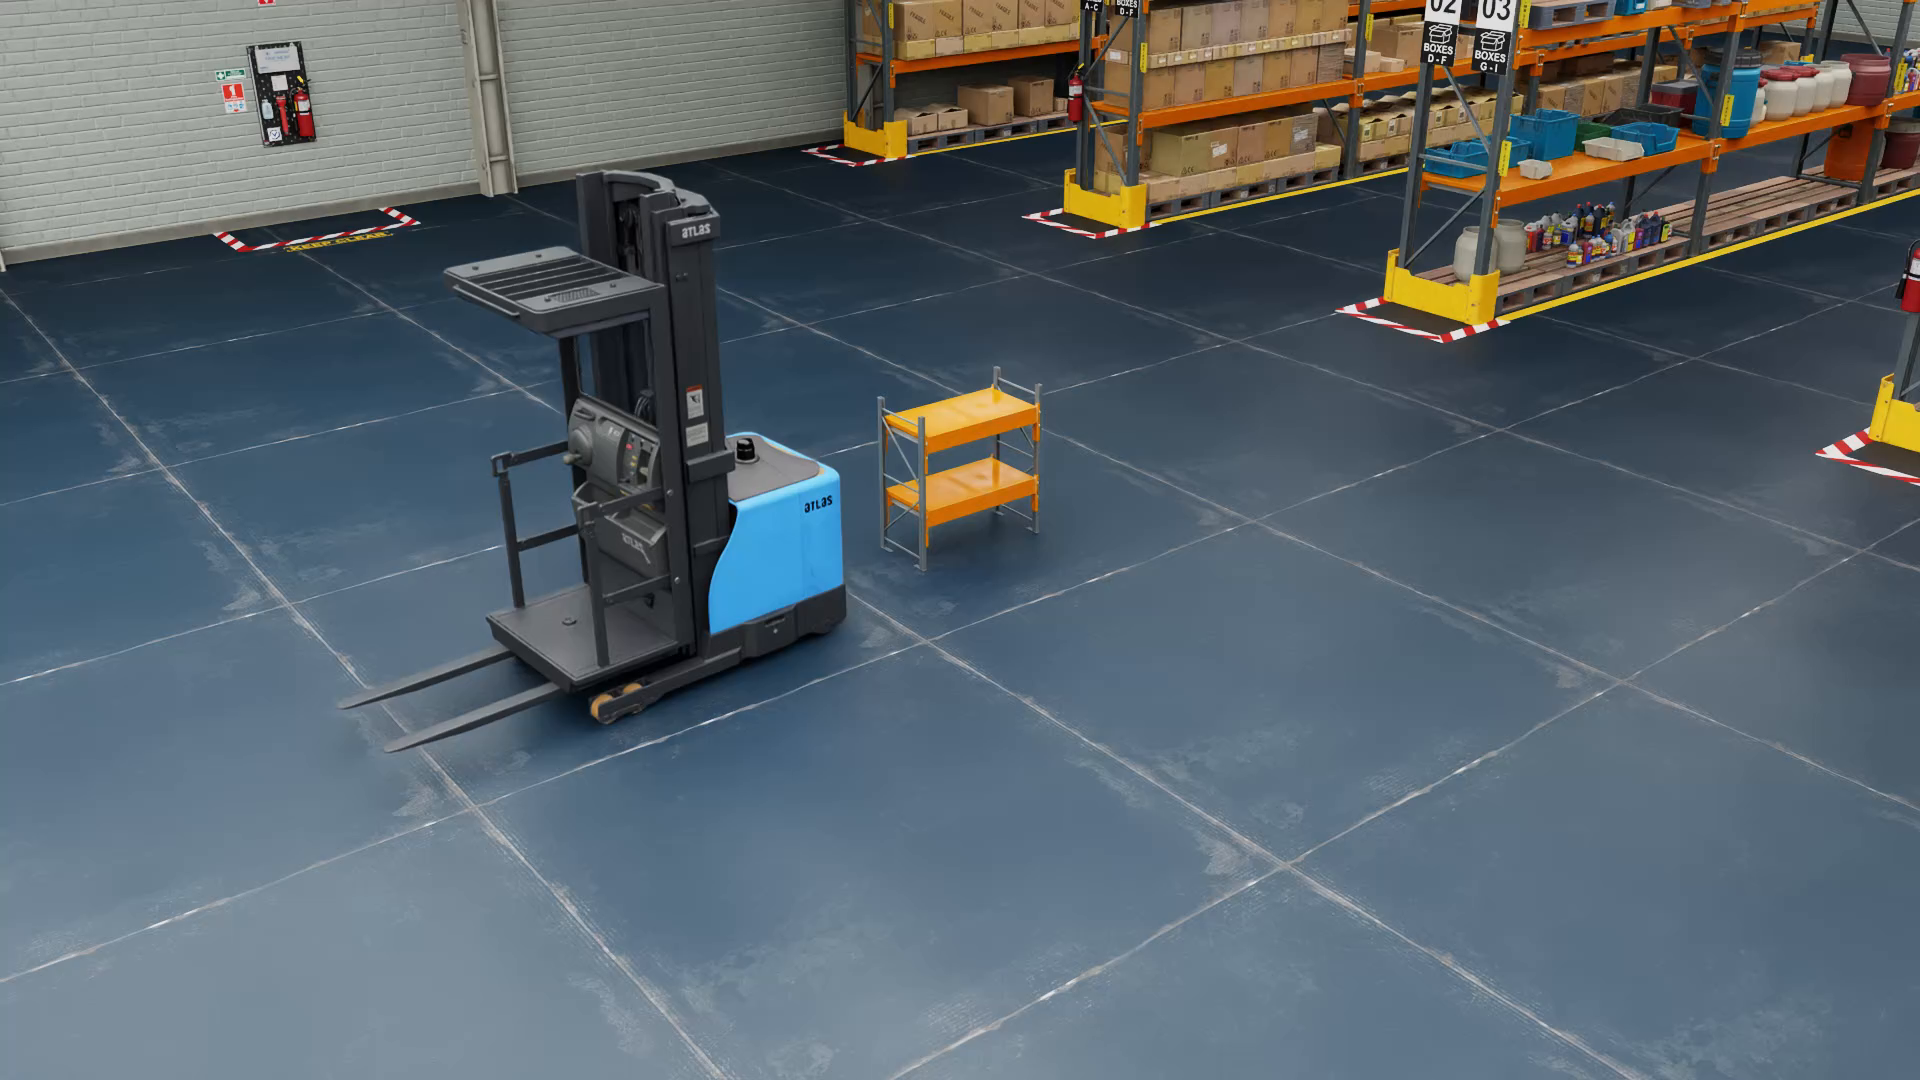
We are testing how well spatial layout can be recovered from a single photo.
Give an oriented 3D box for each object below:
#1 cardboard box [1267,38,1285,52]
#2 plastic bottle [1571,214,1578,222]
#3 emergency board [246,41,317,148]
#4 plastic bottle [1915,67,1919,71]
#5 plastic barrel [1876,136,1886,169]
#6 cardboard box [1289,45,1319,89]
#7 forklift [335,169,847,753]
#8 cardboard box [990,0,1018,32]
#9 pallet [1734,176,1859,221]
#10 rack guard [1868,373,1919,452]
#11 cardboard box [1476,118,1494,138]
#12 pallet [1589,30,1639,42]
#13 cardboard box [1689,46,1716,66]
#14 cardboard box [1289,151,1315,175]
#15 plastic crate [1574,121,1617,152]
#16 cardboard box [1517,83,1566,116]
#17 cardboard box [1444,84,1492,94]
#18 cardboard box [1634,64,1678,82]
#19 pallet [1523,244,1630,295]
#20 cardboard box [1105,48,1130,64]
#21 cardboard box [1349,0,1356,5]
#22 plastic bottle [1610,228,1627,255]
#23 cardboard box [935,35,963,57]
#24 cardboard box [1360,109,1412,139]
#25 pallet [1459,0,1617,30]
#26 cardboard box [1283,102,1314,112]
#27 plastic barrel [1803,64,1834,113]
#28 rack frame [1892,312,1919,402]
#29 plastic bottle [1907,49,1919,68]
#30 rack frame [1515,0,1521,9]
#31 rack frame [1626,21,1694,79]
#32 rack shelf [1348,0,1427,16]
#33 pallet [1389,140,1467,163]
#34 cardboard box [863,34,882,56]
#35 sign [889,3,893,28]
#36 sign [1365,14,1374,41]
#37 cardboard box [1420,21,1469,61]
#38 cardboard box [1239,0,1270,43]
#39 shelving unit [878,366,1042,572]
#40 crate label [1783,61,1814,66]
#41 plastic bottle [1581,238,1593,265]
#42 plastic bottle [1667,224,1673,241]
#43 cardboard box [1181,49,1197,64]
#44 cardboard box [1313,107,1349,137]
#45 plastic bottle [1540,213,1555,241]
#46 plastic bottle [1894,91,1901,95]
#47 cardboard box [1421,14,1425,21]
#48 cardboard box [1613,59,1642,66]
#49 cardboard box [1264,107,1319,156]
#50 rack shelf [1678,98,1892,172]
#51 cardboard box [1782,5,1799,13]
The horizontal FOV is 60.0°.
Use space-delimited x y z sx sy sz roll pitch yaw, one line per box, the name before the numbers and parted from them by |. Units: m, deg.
cardboard box | 3.845 -6.227 20.842 0.250 0.149 0.380 -17 30 -33
plastic bottle | 6.848 -3.507 18.588 0.097 0.271 0.097 0 25 0
emergency board | -7.953 -5.240 19.604 0.643 1.169 0.194 -18 31 -34
plastic bottle | 12.103 -5.864 21.102 0.097 0.271 0.097 0 25 0
plastic barrel | 11.892 -5.127 21.817 0.421 0.512 0.421 0 25 0
cardboard box | 4.171 -6.147 21.441 0.500 0.500 0.700 -19 31 -35
forklift | -2.162 -0.518 9.511 3.031 2.935 1.130 -21 32 -37
cardboard box | 0.485 -7.660 24.083 0.500 0.500 0.500 -17 30 -32
pallet | 10.495 -4.302 20.897 1.213 0.211 1.003 -18 31 -34
rack guard | 7.949 -0.923 13.271 0.348 0.500 1.175 -18 31 -34
cardboard box | 7.408 -5.988 23.984 0.500 0.250 0.500 -19 31 -35
pallet | 9.602 -7.817 25.385 1.213 0.211 1.003 -18 31 -34
cardboard box | 12.698 -7.993 27.980 0.637 0.503 0.797 -18 31 -34
cardboard box | 4.298 -4.982 21.816 0.500 0.250 0.500 -18 31 -34
plastic crate | 6.738 -4.361 17.963 0.662 0.188 0.450 -18 31 -34
cardboard box | 8.609 -6.487 24.738 0.500 0.500 0.500 -17 30 -32
cardboard box | 7.482 -6.556 24.542 0.500 0.311 0.500 -17 30 -32
cardboard box | 11.011 -7.279 26.445 0.500 0.500 0.500 -18 31 -34
pallet | 6.466 -2.972 18.031 1.213 0.211 1.003 -18 31 -34
cardboard box | 1.963 -5.821 19.968 0.250 0.149 0.380 -19 31 -35
cardboard box | 6.618 -9.343 28.721 0.250 0.149 0.380 -18 30 -34
plastic bottle | 7.116 -3.243 18.015 0.135 0.276 0.152 -18 30 -33
cardboard box | -0.300 -7.062 23.684 0.500 0.250 0.500 -19 31 -36
cardboard box | 5.803 -5.709 22.717 0.500 0.311 0.500 -19 31 -35
pallet | 5.545 -5.135 16.039 1.213 0.211 1.003 -18 31 -34
cardboard box | 4.369 -5.625 22.311 0.500 0.500 0.500 -18 31 -34
plastic barrel | 10.119 -5.359 19.728 0.421 0.512 0.421 0 25 0
rack frame | 7.889 -2.037 12.702 0.127 3.000 1.000 -18 31 -34
plastic bottle | 12.766 -6.444 22.345 0.135 0.276 0.152 -18 31 -34
rack frame | 4.833 -6.399 14.975 0.127 3.000 1.000 -18 31 -34
rack frame | 11.223 -8.436 26.492 0.127 3.000 1.000 -18 31 -34
rack shelf | 6.589 -9.231 29.058 4.000 0.370 1.077 -18 31 -34
pallet | 6.444 -5.616 23.728 1.213 0.211 1.003 -18 31 -34
cardboard box | -1.032 -7.086 23.737 0.500 0.250 0.500 -18 30 -33
sign | -0.945 -7.172 22.740 0.005 0.325 0.100 -18 31 -34
sign | 5.271 -6.603 21.420 0.005 0.325 0.100 -18 31 -34
cardboard box | 6.765 -7.001 23.281 0.500 0.500 0.500 -20 32 -37
cardboard box | 3.397 -6.484 20.625 0.500 0.500 0.700 -18 31 -34
shelving unit | 0.005 -0.512 11.644 1.048 1.125 0.538 -18 31 -34
crate label | 10.180 -5.603 20.345 0.616 0.435 0.502 -18 31 -34
plastic bottle | 6.642 -3.065 17.623 0.133 0.283 0.061 -18 30 -33
plastic bottle | 7.888 -3.449 18.548 0.097 0.201 0.097 0 25 0
cardboard box | 2.625 -5.823 19.972 0.250 0.149 0.380 -18 30 -34
cardboard box | 5.069 -5.756 22.818 0.500 0.311 0.500 -18 31 -34
plastic bottle | 6.460 -3.434 18.338 0.185 0.351 0.144 -17 30 -32
plastic bottle | 11.668 -5.705 20.753 0.135 0.276 0.152 -18 31 -34
cardboard box | 8.578 -9.616 30.733 0.250 0.149 0.380 -18 31 -34
cardboard box | 10.692 -7.457 26.829 0.500 0.500 0.500 -20 31 -36
cardboard box | 4.297 -5.323 21.660 0.500 0.500 0.500 -18 31 -34
rack shelf | 9.555 -4.910 19.748 4.000 0.370 1.077 -18 31 -34
cardboard box | 13.780 -9.178 27.972 0.500 0.500 0.500 -18 30 -34
